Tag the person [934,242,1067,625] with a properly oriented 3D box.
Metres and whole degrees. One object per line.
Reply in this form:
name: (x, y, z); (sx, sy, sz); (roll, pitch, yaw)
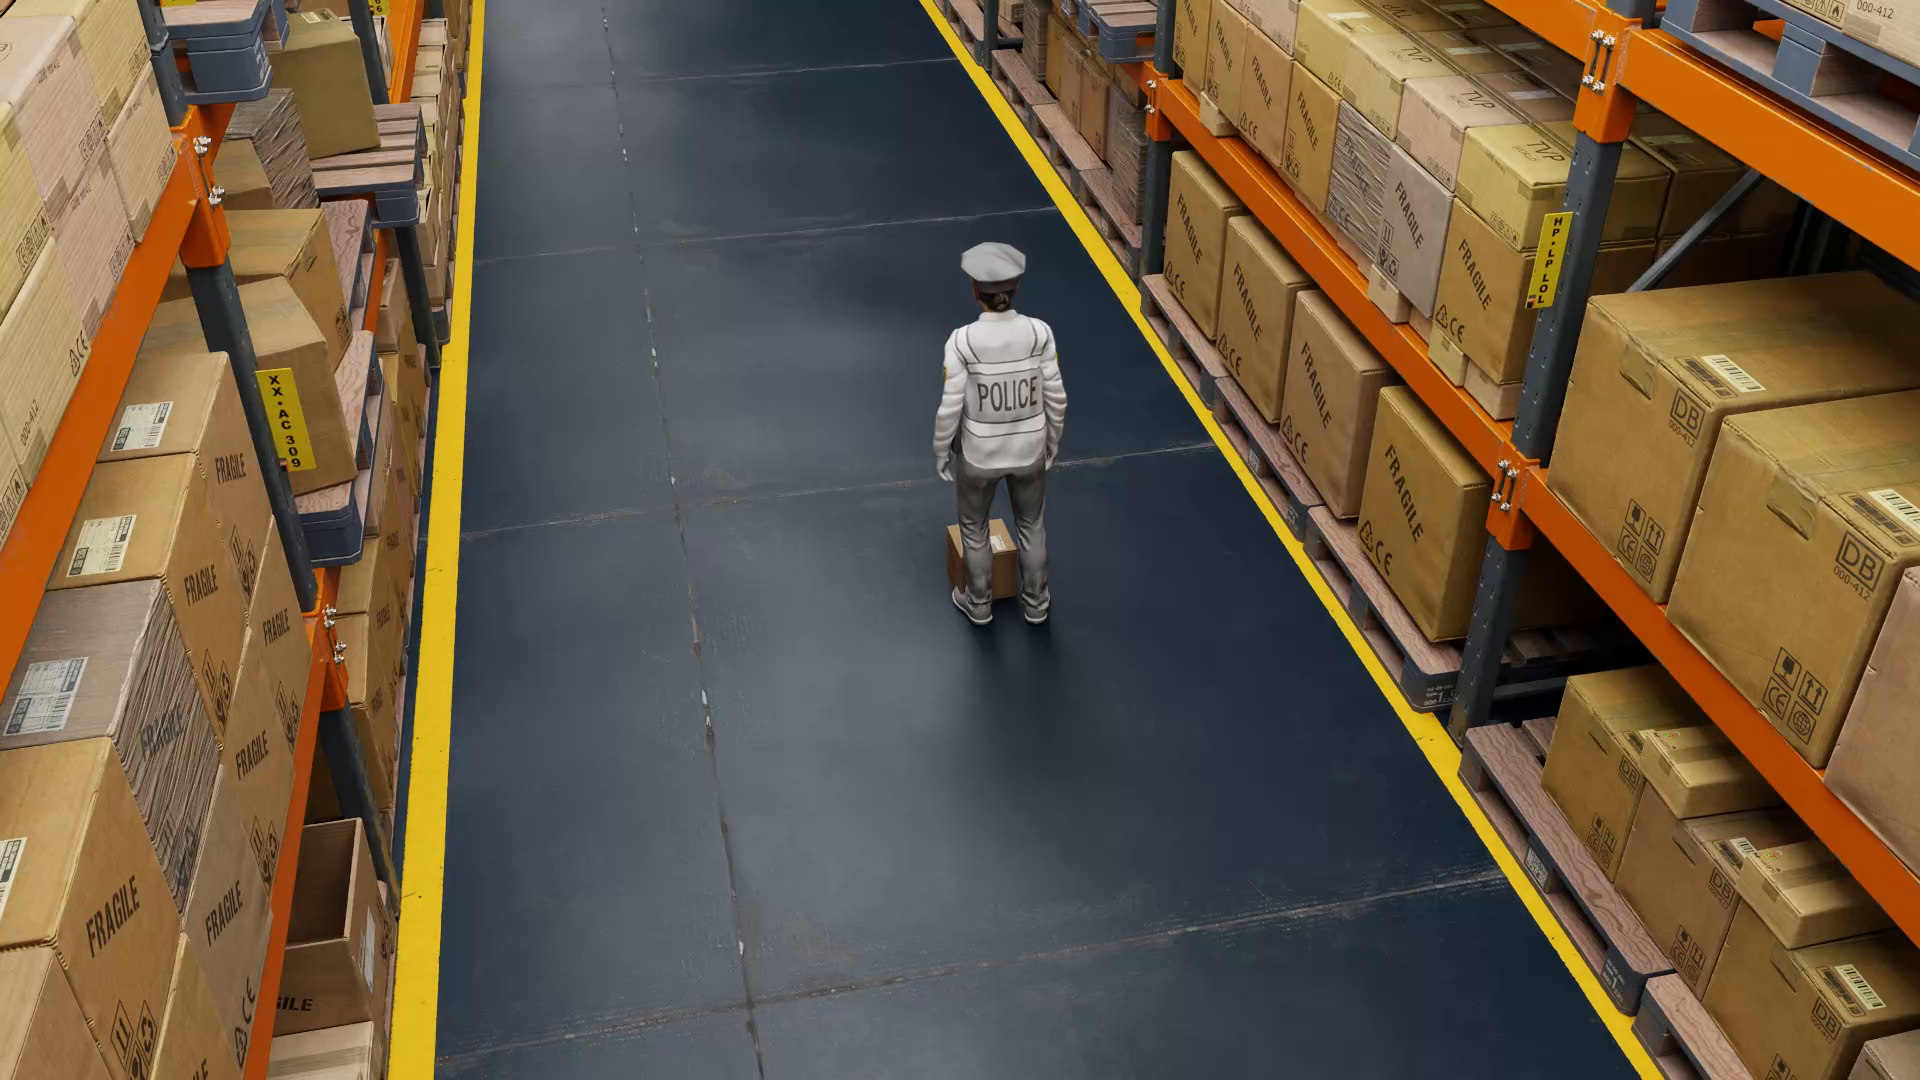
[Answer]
person: (0.153, -0.367, 6.673); (0.528, 1.664, 0.403); (-7, 35, -10)
